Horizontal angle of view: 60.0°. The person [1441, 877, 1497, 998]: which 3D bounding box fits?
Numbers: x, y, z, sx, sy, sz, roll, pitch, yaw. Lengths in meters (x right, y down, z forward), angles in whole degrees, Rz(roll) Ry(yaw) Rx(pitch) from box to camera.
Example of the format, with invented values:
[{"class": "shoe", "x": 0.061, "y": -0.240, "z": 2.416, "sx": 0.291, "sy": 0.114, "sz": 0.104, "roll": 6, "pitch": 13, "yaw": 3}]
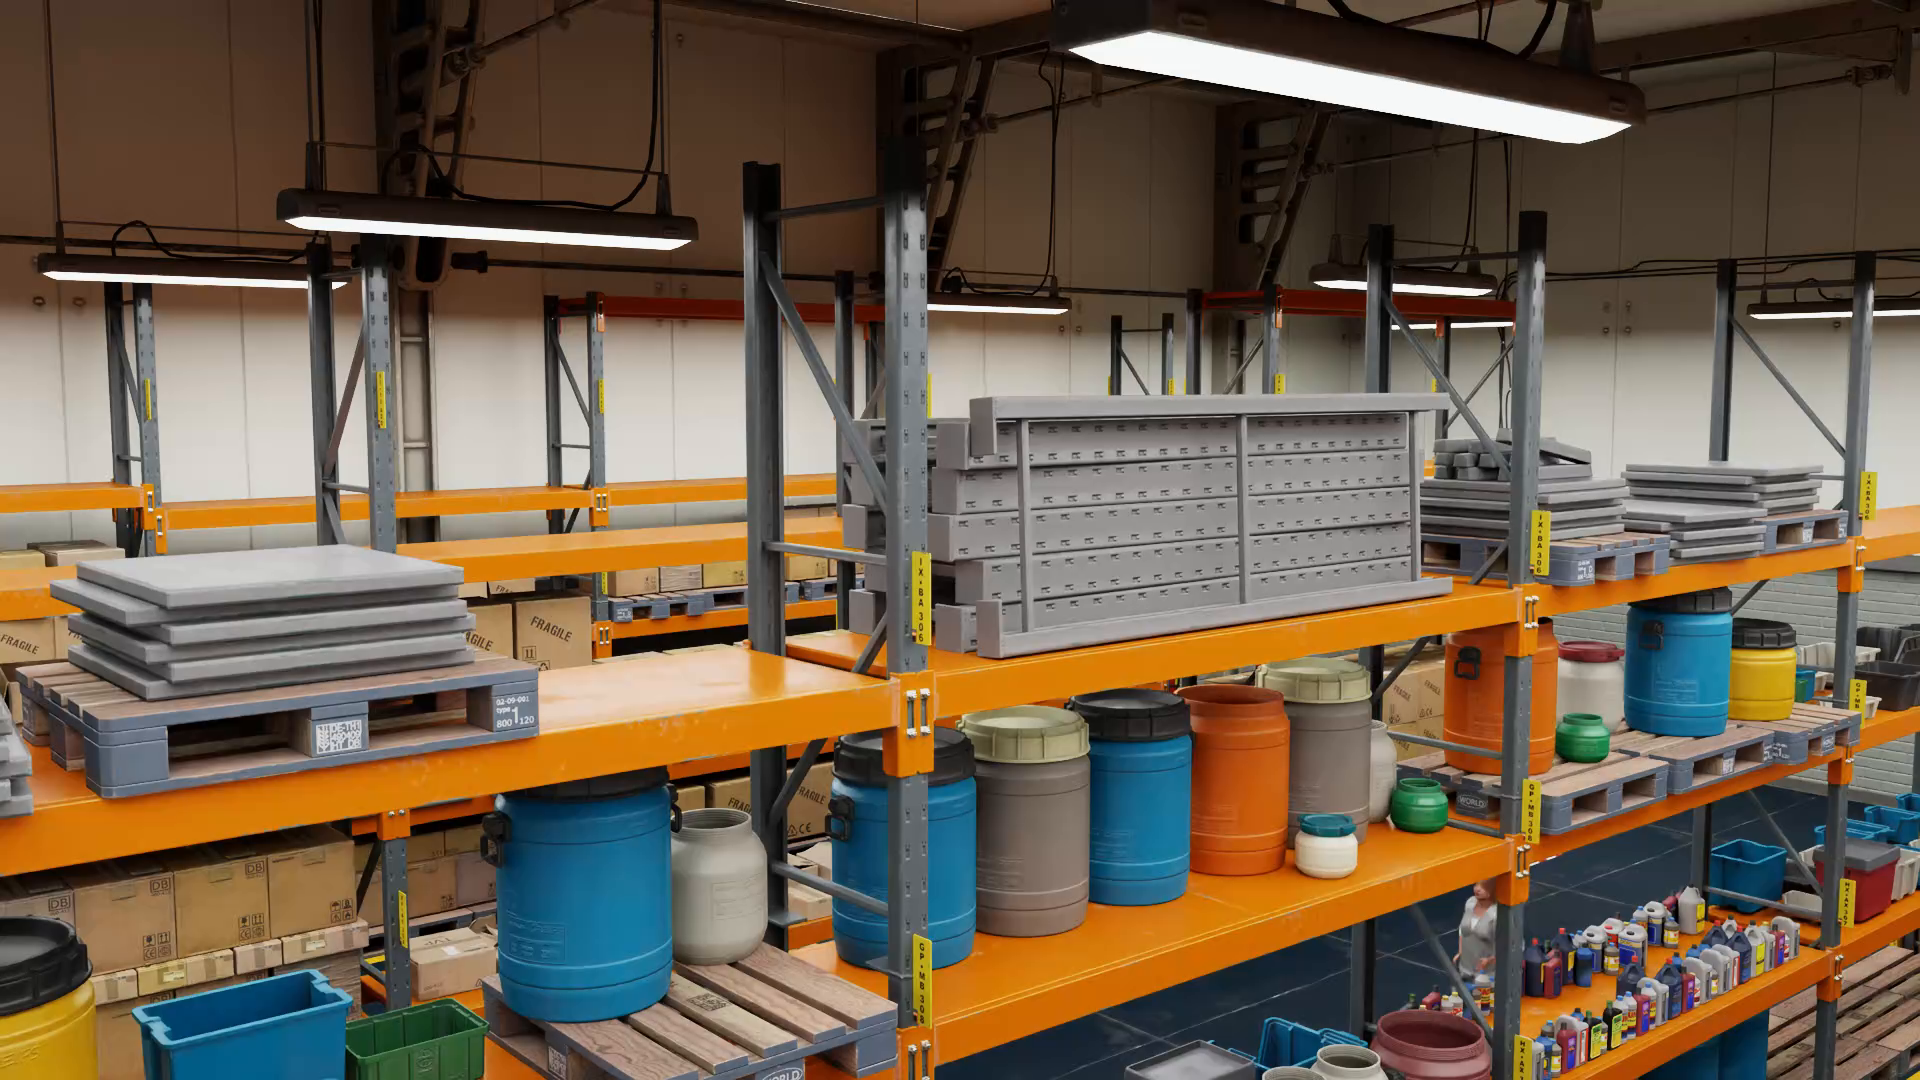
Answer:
[{"class": "person", "x": 3.740, "y": 3.202, "z": 12.236, "sx": 0.550, "sy": 1.559, "sz": 0.527, "roll": -4, "pitch": 7, "yaw": -37}]
